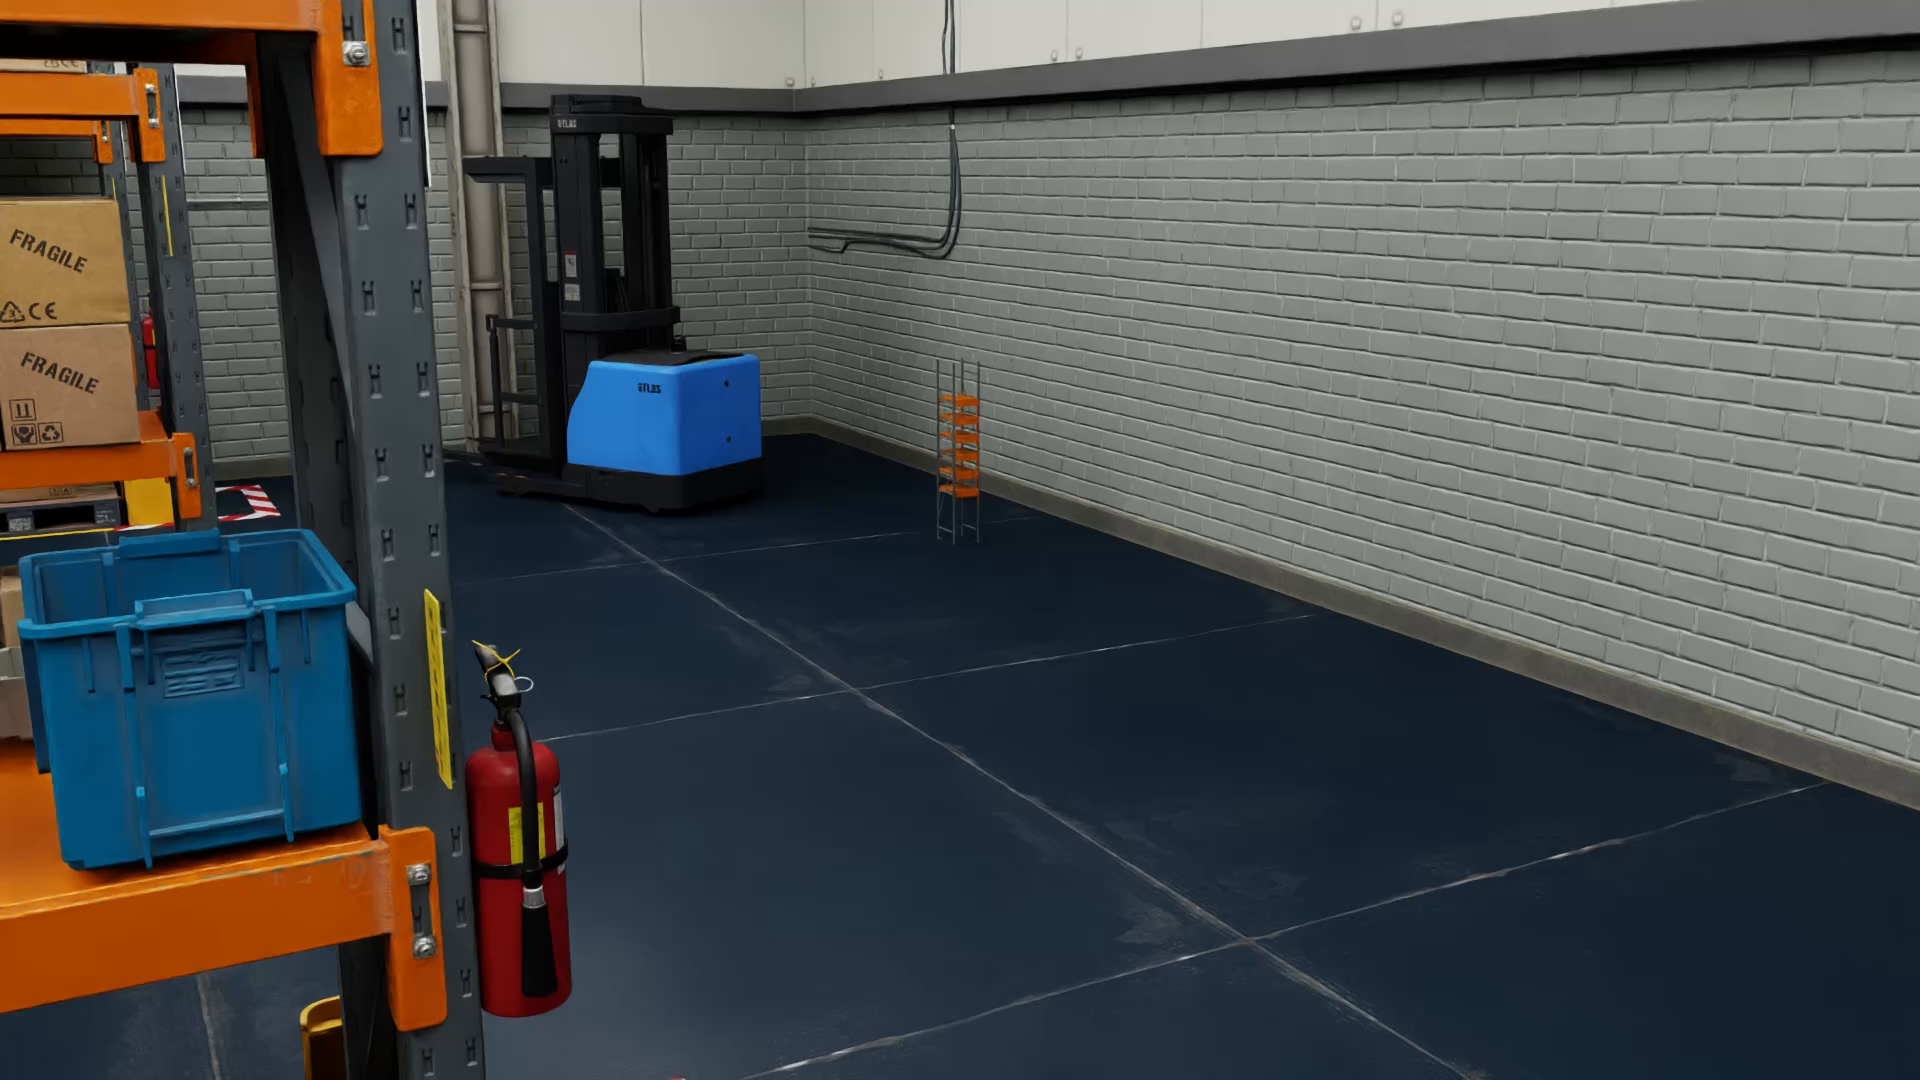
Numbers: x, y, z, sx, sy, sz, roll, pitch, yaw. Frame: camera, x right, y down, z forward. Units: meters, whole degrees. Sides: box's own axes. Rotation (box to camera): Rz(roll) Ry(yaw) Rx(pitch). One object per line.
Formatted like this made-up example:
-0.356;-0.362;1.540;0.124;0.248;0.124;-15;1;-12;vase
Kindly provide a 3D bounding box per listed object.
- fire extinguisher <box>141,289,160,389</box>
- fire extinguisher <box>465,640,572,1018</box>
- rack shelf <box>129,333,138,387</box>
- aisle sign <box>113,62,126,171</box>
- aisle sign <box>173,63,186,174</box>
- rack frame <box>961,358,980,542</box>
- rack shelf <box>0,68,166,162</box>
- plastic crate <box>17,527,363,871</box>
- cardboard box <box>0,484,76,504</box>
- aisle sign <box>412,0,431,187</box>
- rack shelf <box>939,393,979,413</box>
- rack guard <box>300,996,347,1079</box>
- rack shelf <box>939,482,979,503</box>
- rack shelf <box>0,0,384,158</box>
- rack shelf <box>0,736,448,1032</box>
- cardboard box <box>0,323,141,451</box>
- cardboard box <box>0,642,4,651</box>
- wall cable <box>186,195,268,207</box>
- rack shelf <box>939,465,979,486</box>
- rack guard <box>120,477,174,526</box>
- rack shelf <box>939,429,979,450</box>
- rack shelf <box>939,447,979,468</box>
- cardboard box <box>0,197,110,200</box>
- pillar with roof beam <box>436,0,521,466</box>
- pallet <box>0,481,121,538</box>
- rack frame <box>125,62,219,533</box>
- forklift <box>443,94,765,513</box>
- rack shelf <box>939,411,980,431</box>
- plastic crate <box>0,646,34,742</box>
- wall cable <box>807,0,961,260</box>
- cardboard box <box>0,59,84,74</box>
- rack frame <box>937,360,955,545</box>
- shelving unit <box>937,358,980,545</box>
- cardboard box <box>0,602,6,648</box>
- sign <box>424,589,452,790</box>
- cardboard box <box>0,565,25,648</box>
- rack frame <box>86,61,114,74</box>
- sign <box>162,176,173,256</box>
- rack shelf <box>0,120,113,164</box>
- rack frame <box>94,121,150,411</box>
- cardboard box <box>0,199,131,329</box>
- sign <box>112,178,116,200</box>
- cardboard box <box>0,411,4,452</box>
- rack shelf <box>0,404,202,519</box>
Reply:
-5.548;-1.391;11.482;0.183;0.674;0.296;-7;14;-28;fire extinguisher
-0.804;0.517;3.004;0.183;0.674;0.296;-7;14;-28;fire extinguisher
-7.657;-1.122;10.901;4.000;0.370;1.077;-7;14;-28;rack shelf
-5.694;-2.901;11.248;0.004;0.787;0.394;-7;14;-28;aisle sign
-3.318;-1.945;7.001;0.004;0.787;0.394;-7;14;-28;aisle sign
0.068;-0.593;11.013;0.006;1.200;0.240;-7;14;-28;rack frame
-5.280;-1.631;6.331;4.000;0.370;1.077;-7;14;-28;rack shelf
-1.359;0.251;2.946;0.499;0.435;0.616;-7;14;-28;plastic crate
-6.468;-0.576;11.572;0.500;0.500;0.700;-7;14;-28;cardboard box
-0.951;-0.993;2.771;0.004;0.787;0.394;-7;14;-28;aisle sign
-0.013;-0.892;10.901;0.180;0.103;0.258;-7;14;-28;rack shelf
-1.140;1.440;3.570;0.348;0.500;1.175;-7;14;-28;rack guard
-0.013;-0.306;11.033;0.180;0.103;0.258;-7;14;-28;rack shelf
-2.910;-0.676;2.088;4.000;0.370;1.077;-7;14;-28;rack shelf
-2.910;0.787;2.417;4.000;0.370;1.077;-7;14;-28;rack shelf
-3.787;-0.678;7.063;0.500;0.500;0.500;-6;14;-26;cardboard box
-4.282;0.569;7.202;0.250;0.166;0.380;-7;14;-28;cardboard box
-5.231;-2.496;13.054;1.851;1.984;0.084;-7;14;-28;wall cable
-0.013;-0.423;11.007;0.180;0.103;0.258;-7;14;-28;rack shelf
-5.880;-0.466;12.043;0.348;0.500;1.175;-7;14;-28;rack guard
-0.013;-0.658;10.954;0.180;0.103;0.258;-7;14;-28;rack shelf
-0.013;-0.540;10.980;0.180;0.103;0.258;-7;14;-28;rack shelf
-4.040;-1.270;7.414;0.500;0.500;0.500;-6;14;-26;cardboard box
-1.883;-4.231;9.415;0.400;9.000;9.100;-7;14;-28;pillar with roof beam
-6.566;-0.224;11.622;1.213;0.211;1.003;-7;14;-28;pallet
-3.525;-0.729;7.517;0.127;3.000;1.000;-7;14;-28;rack frame
-2.992;-1.842;12.617;3.031;2.935;1.130;8;15;31;forklift
-0.013;-0.775;10.928;0.180;0.103;0.258;-7;14;-28;rack shelf
-1.850;0.306;3.383;0.298;0.136;0.250;-7;14;-28;plastic crate
-0.766;-3.621;13.777;0.112;2.526;3.097;-7;14;-28;wall cable
-3.849;-2.014;6.738;0.500;0.250;0.500;-7;14;-28;cardboard box
-0.093;-0.574;10.928;0.006;1.200;0.240;-7;14;-28;rack frame
-0.013;-0.584;10.971;0.189;1.200;0.258;-7;14;-28;shelving unit
-4.577;0.453;7.525;0.500;0.250;0.500;-7;14;-28;cardboard box
-0.877;0.251;2.792;0.005;0.325;0.100;-7;14;-28;sign
-3.884;0.381;7.278;0.500;0.500;0.500;-7;14;-28;cardboard box
-5.901;-4.610;11.098;0.127;3.000;1.000;-7;14;-28;rack frame
-3.276;-1.339;6.870;0.005;0.325;0.100;-7;14;-28;sign
-7.657;-2.585;10.572;4.000;0.370;1.077;-7;14;-28;rack shelf
-5.901;-1.683;11.757;0.127;3.000;1.000;-7;14;-28;rack frame
-3.783;-1.166;6.952;0.500;0.500;0.500;-7;14;-28;cardboard box
-5.654;-2.258;11.133;0.005;0.325;0.100;-7;14;-28;sign
-4.241;-0.623;6.818;0.500;0.500;0.500;-7;14;-27;cardboard box
-5.280;-0.168;6.661;4.000;0.370;1.077;-7;14;-28;rack shelf
